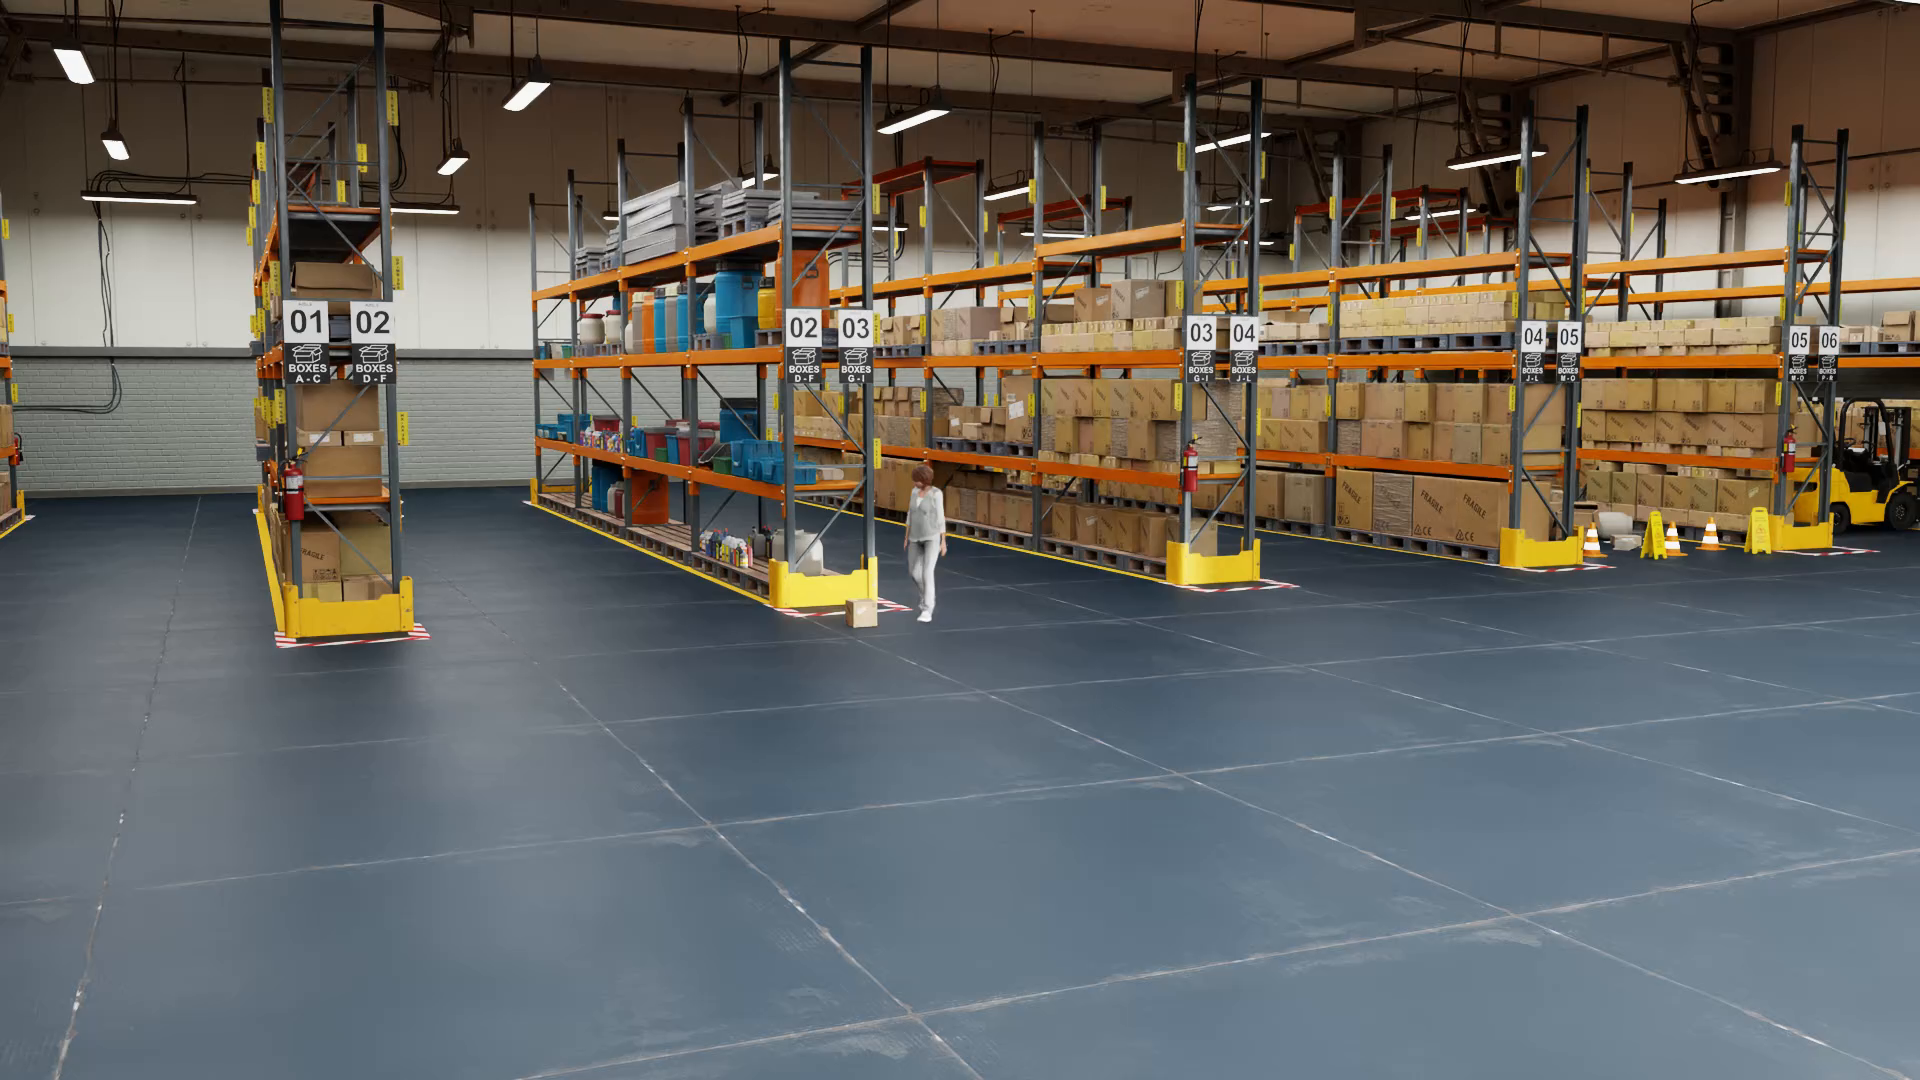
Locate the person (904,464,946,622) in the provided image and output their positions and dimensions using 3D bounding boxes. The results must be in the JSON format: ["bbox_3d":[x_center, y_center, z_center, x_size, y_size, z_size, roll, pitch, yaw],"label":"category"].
[{"bbox_3d":[-0.356,0.010,16.993,0.441,1.568,0.749,3,6,29],"label":"person"}]
